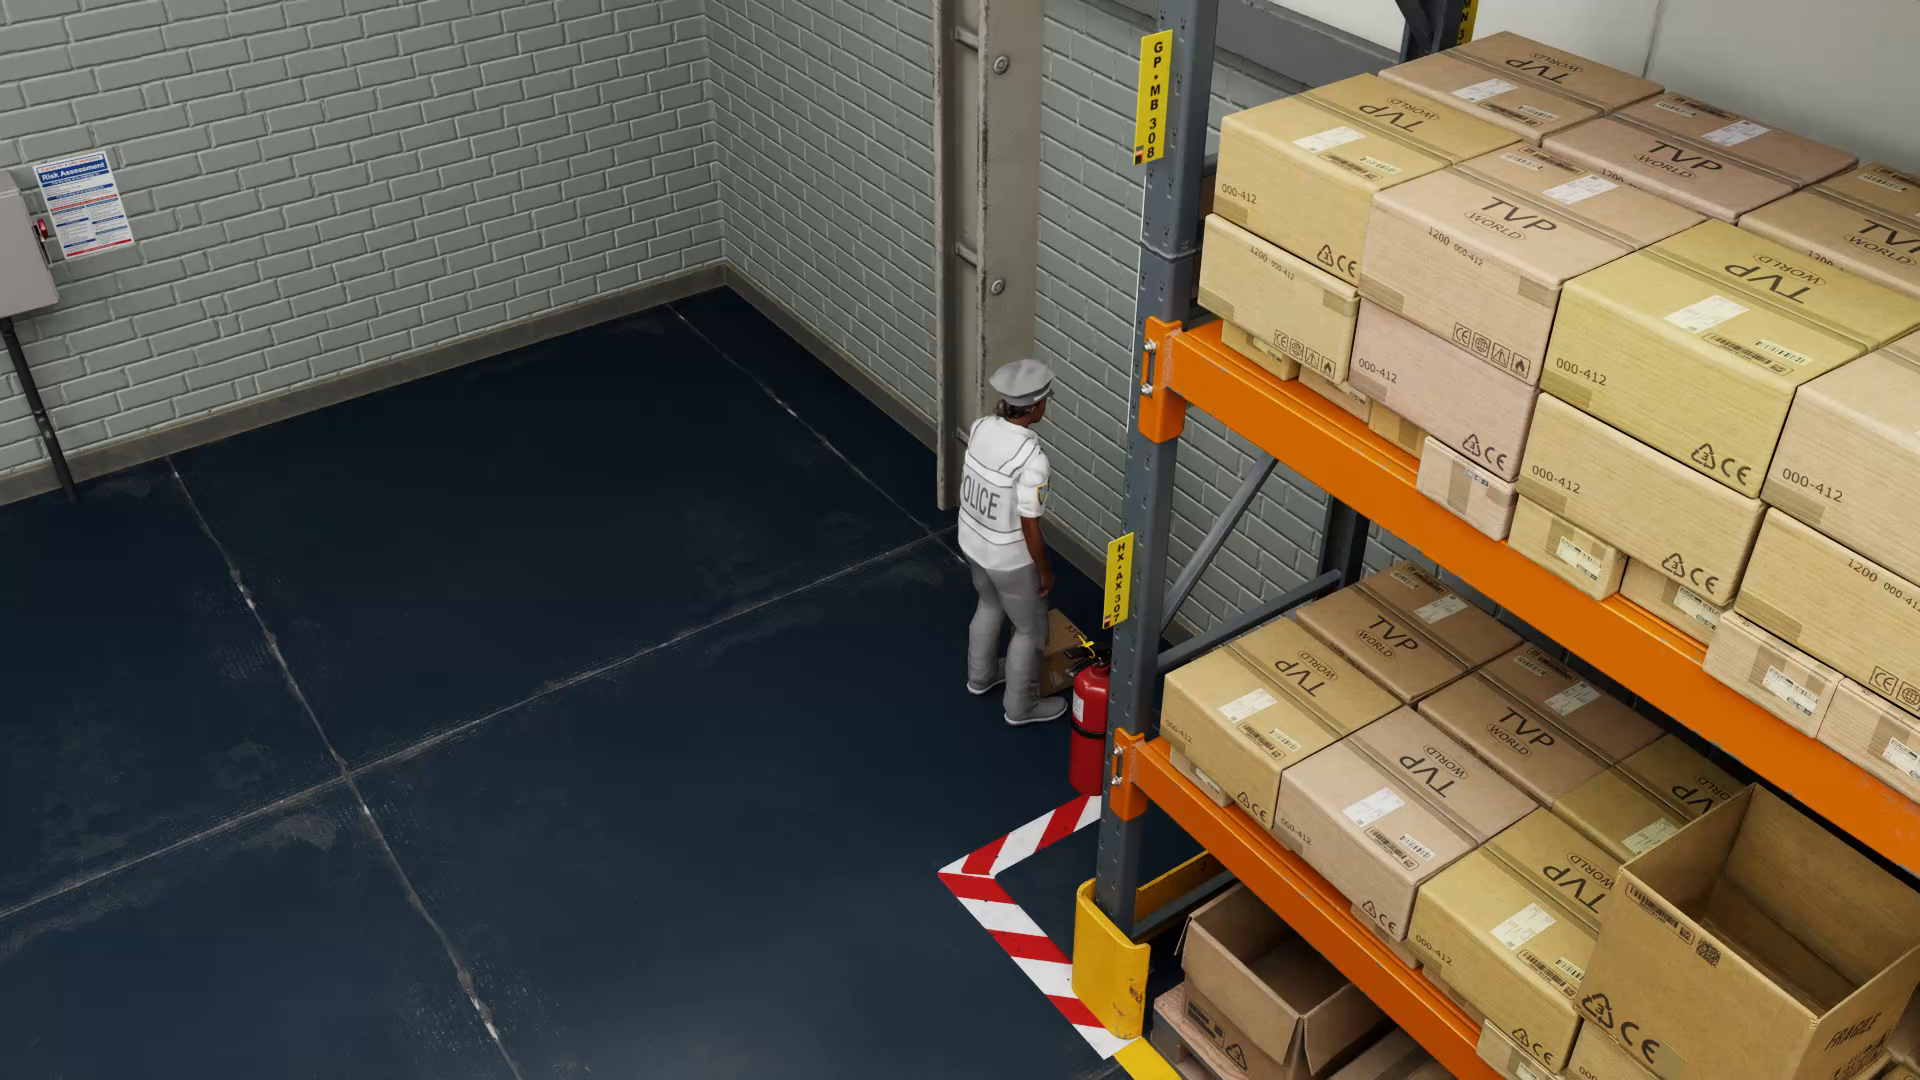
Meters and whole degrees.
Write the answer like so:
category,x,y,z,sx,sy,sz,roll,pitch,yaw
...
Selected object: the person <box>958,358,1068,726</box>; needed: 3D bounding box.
category,x,y,z,sx,sy,sz,roll,pitch,yaw
person,0.213,0.034,6.955,0.394,1.658,0.504,-23,42,-27
